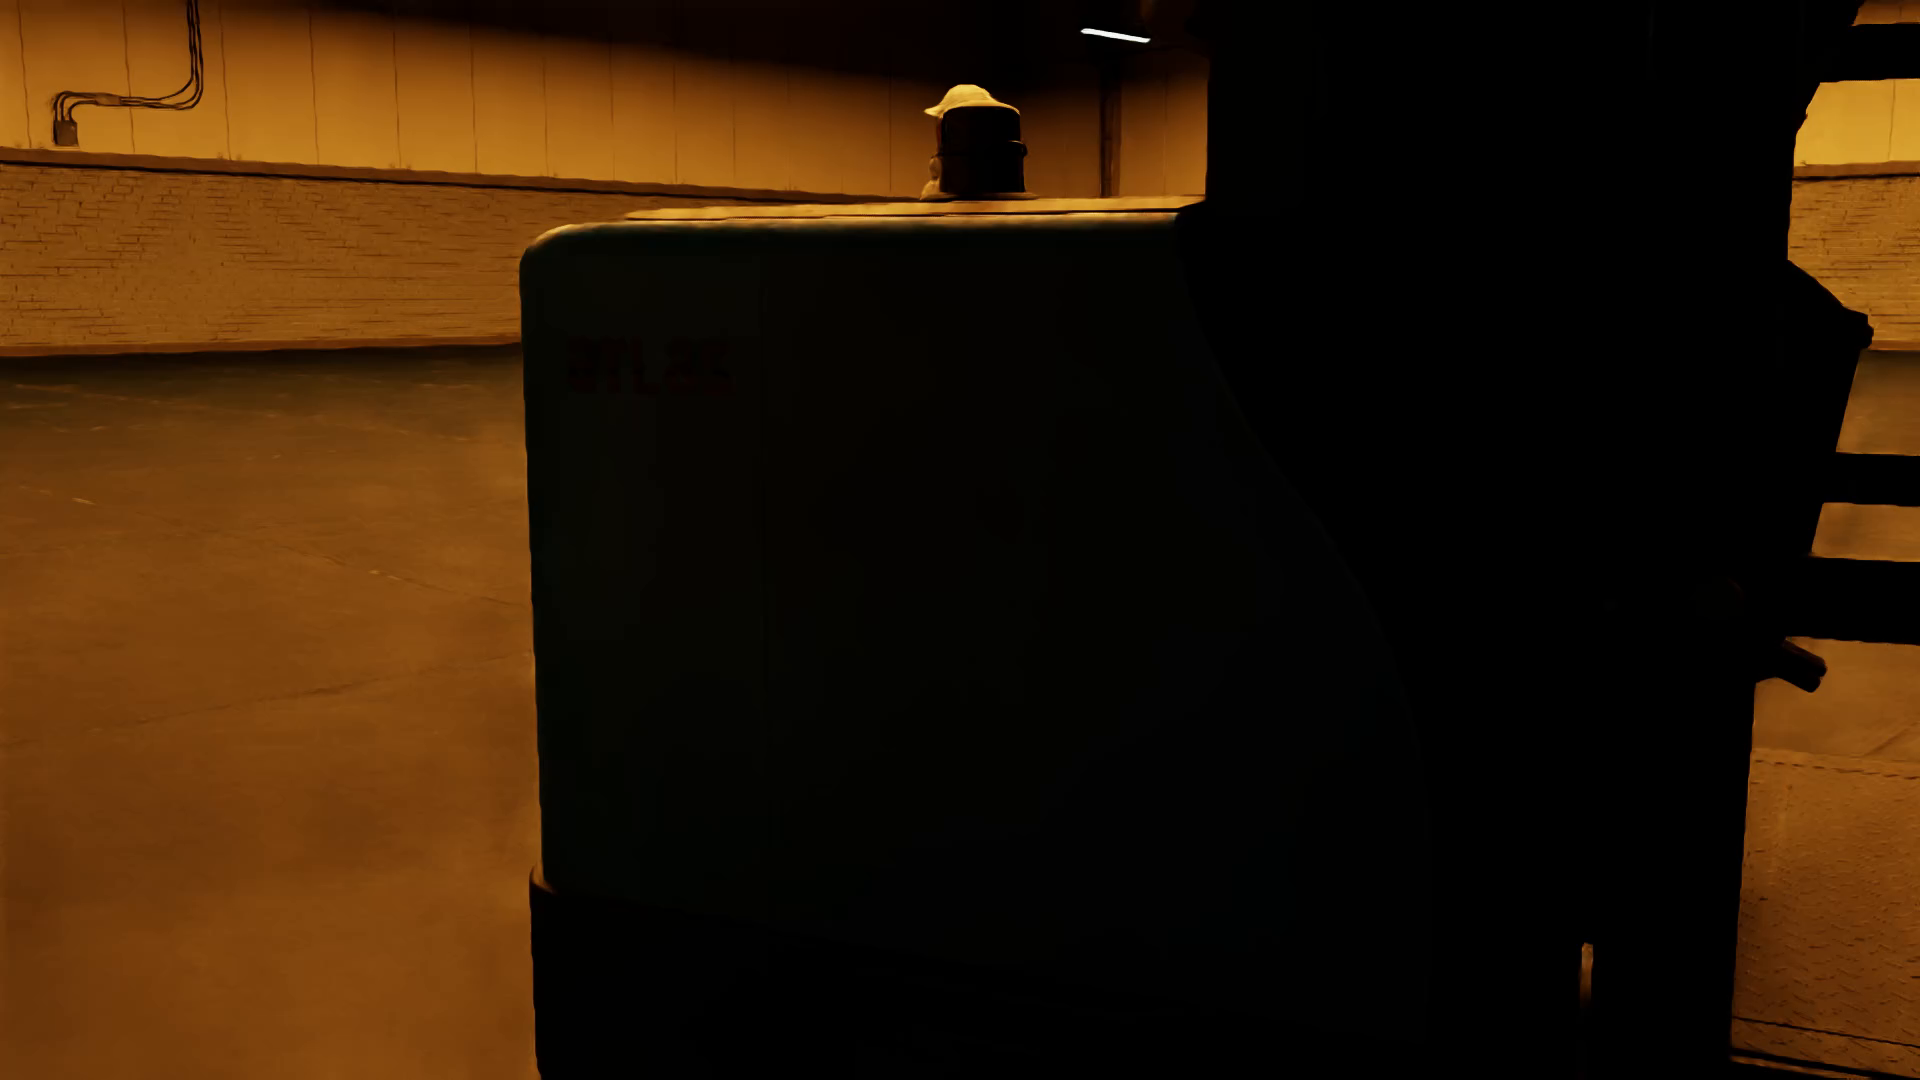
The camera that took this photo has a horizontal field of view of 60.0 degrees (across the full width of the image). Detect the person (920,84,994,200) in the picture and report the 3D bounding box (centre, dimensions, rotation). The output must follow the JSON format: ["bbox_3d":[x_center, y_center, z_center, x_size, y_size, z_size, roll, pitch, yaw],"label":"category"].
[{"bbox_3d":[-0.039,-0.892,6.633,0.567,1.773,0.632,8,12,43],"label":"person"}]

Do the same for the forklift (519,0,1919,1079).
[{"bbox_3d":[1.048,-0.718,1.641,3.031,2.935,1.130,4,9,24],"label":"forklift"}]
